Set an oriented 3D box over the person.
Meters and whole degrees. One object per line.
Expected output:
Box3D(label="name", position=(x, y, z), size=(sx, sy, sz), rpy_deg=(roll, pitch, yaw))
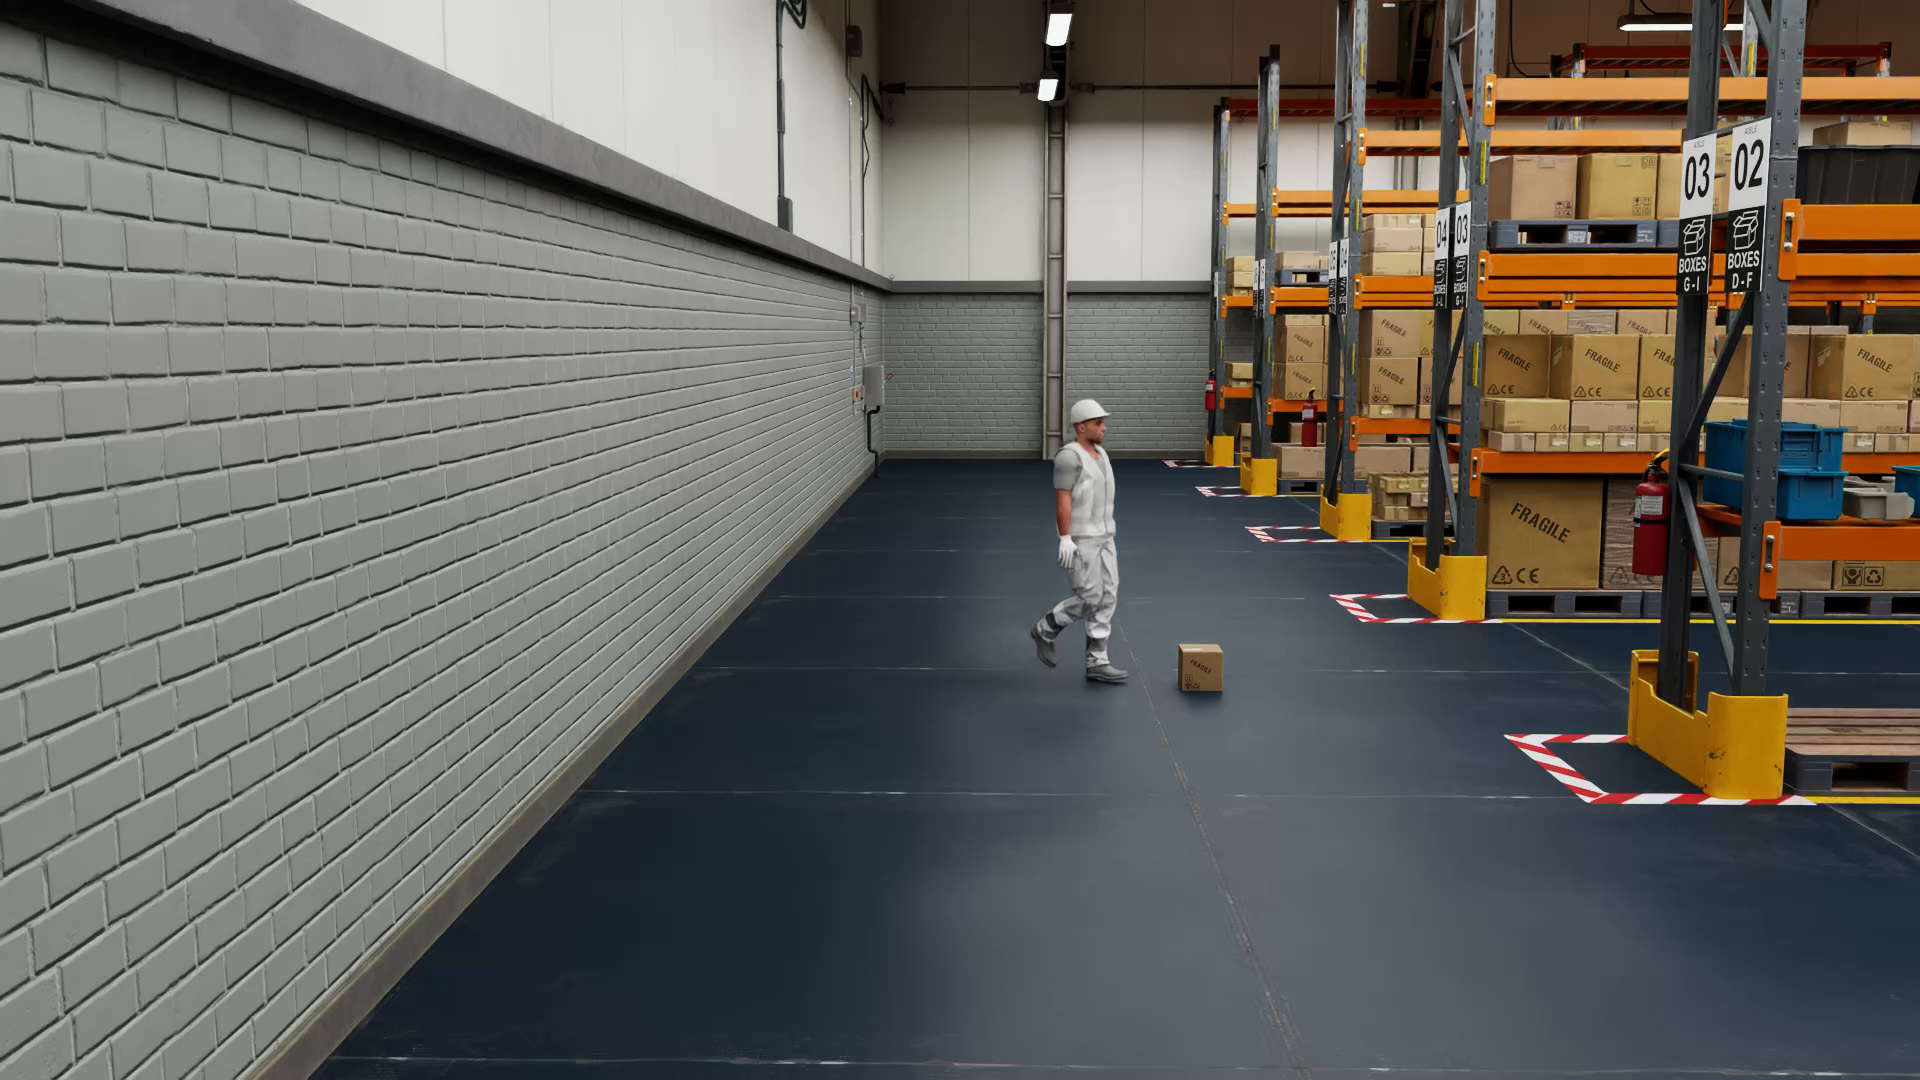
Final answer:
Box3D(label="person", position=(0.793, -0.004, 10.592), size=(0.645, 1.779, 0.580), rpy_deg=(6, 9, 38))
